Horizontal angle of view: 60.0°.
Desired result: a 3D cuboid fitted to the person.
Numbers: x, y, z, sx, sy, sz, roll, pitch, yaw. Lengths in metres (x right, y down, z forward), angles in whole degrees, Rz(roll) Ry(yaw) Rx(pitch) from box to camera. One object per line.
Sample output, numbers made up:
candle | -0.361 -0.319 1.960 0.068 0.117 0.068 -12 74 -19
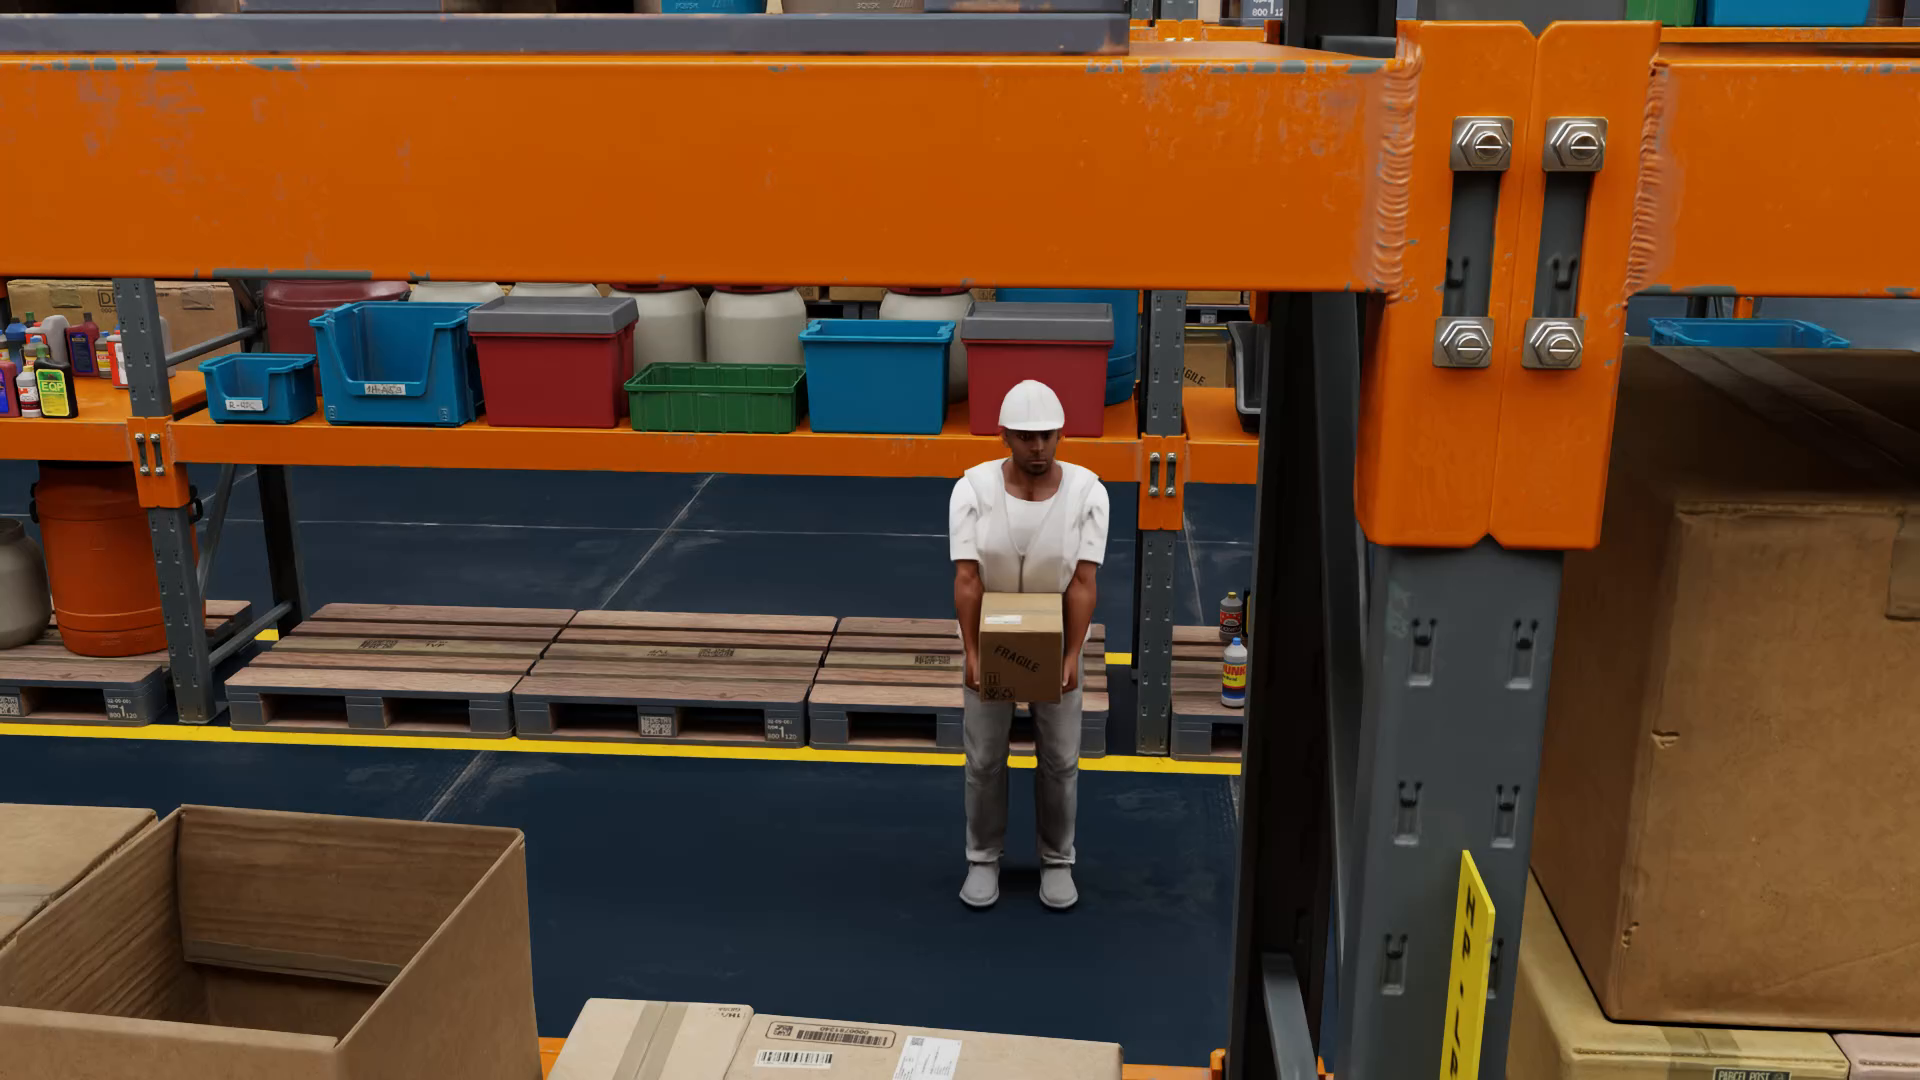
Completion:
person | 0.215 0.371 5.330 0.505 1.761 0.576 1 17 3
